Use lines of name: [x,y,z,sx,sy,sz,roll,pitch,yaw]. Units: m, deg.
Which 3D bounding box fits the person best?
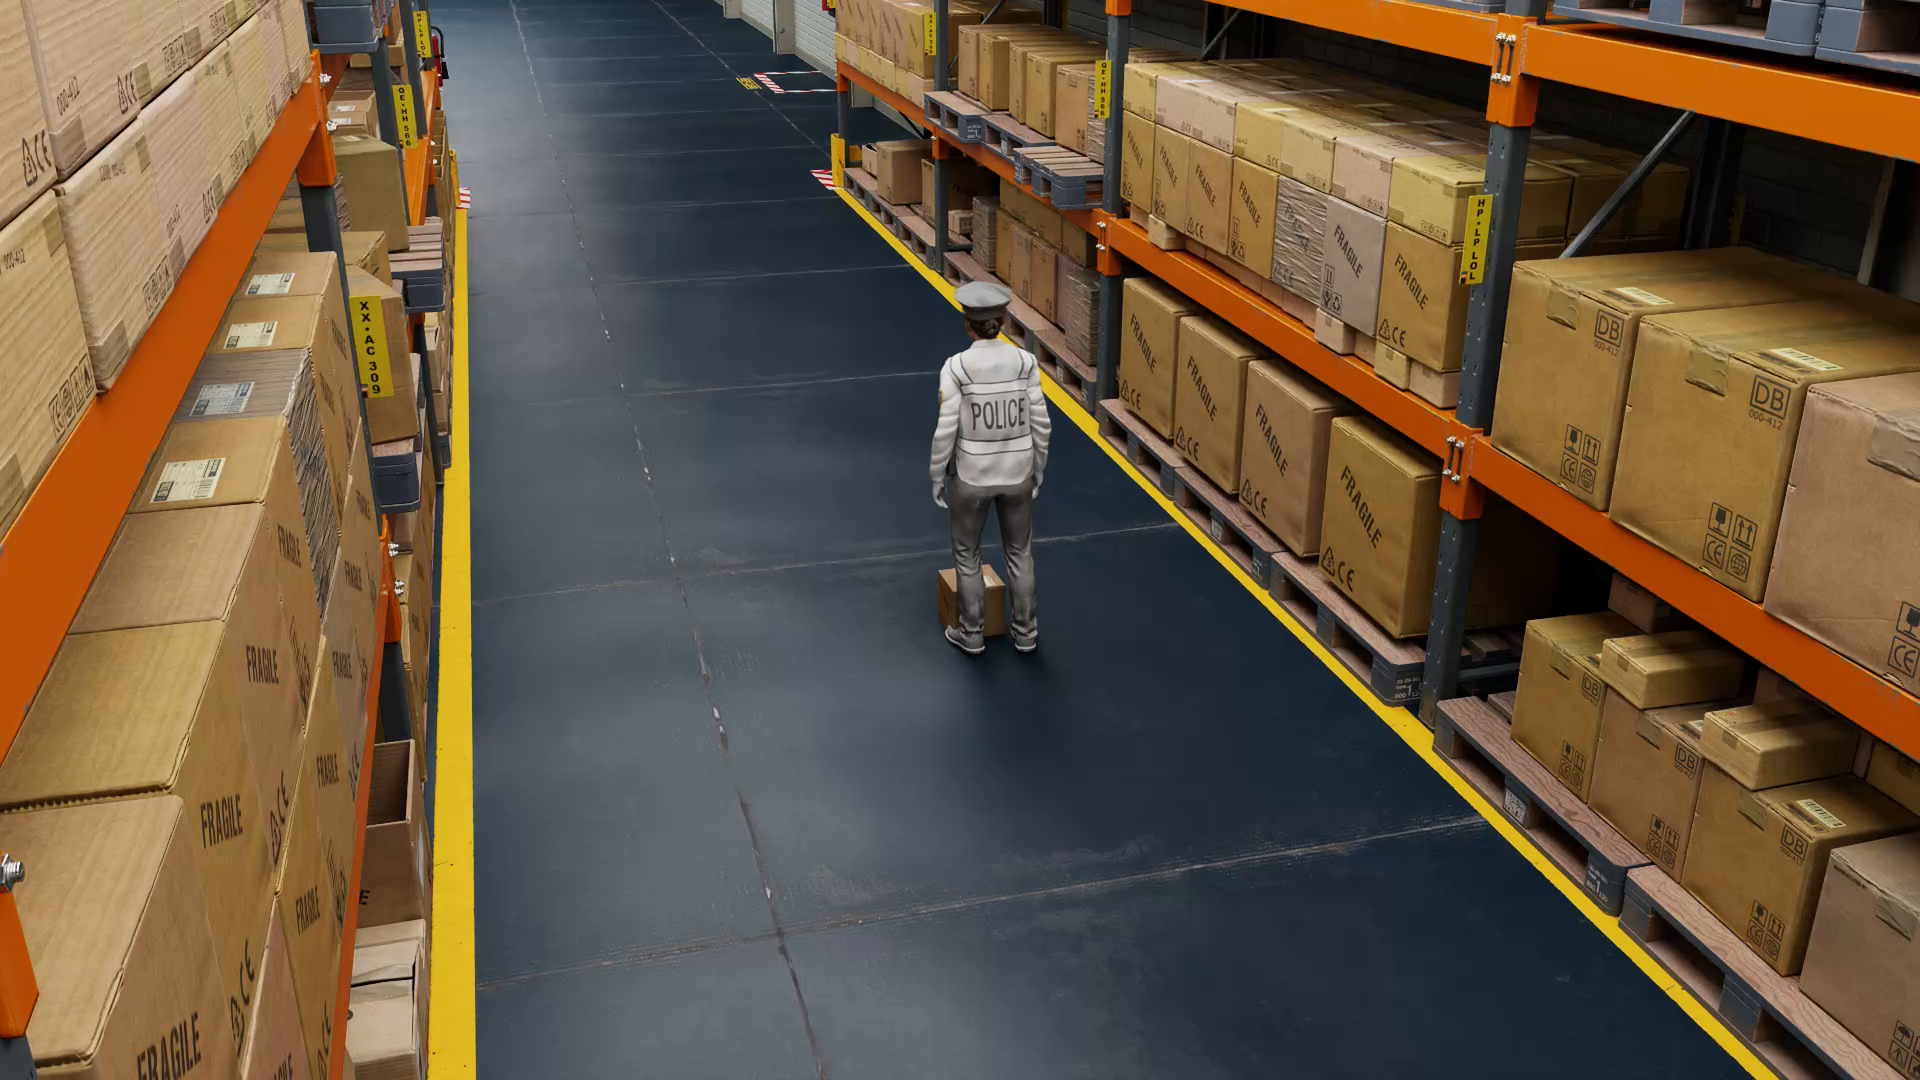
person: [0.124,-0.279,7.244,0.528,1.664,0.403,-6,24,-14]
